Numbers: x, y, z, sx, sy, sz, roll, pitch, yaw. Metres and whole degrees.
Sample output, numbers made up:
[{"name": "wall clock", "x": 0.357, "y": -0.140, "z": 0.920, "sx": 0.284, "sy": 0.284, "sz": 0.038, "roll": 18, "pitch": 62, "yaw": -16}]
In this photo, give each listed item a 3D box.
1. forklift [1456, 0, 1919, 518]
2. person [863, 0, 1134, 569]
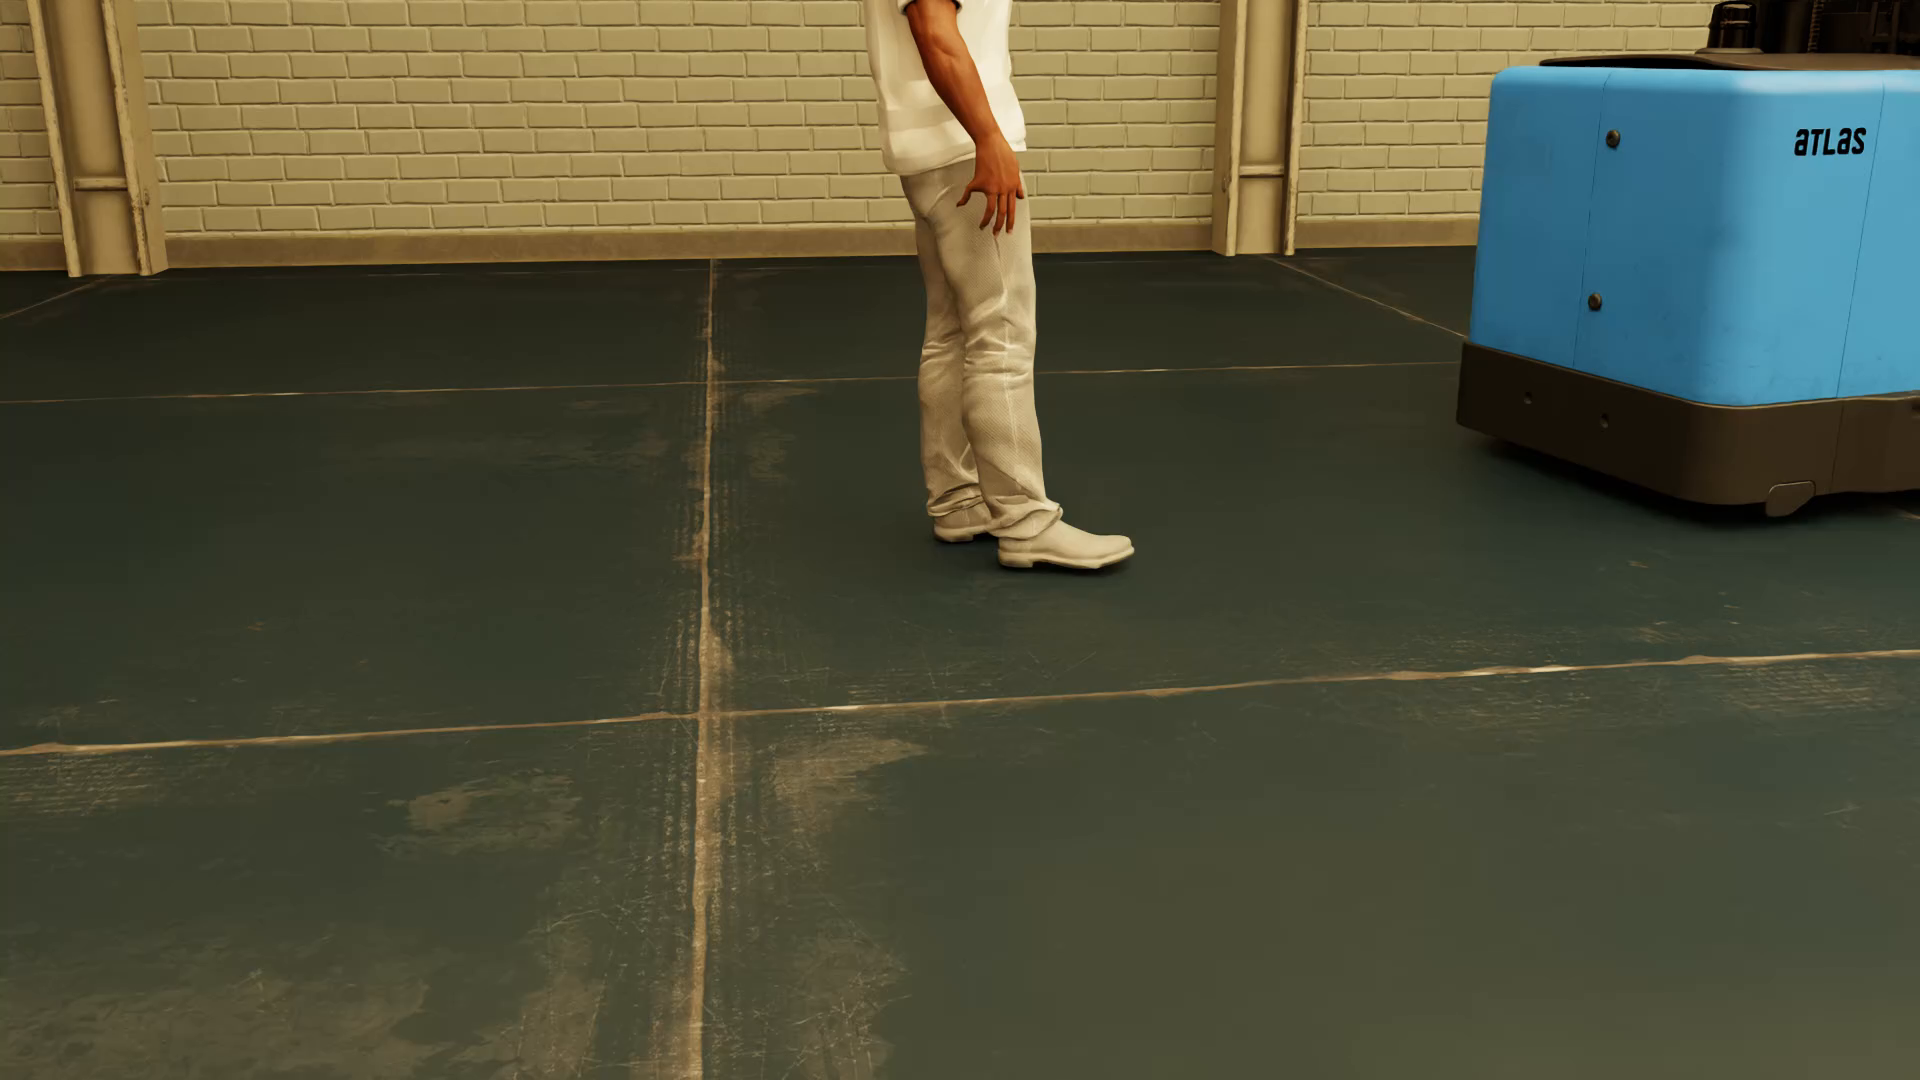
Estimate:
[{"name": "forklift", "x": 3.020, "y": -1.701, "z": 4.532, "sx": 3.031, "sy": 2.935, "sz": 1.130, "roll": -6, "pitch": 18, "yaw": -19}, {"name": "person", "x": 0.070, "y": -0.854, "z": 3.714, "sx": 0.575, "sy": 1.768, "sz": 0.666, "roll": -2, "pitch": 17, "yaw": -8}]
